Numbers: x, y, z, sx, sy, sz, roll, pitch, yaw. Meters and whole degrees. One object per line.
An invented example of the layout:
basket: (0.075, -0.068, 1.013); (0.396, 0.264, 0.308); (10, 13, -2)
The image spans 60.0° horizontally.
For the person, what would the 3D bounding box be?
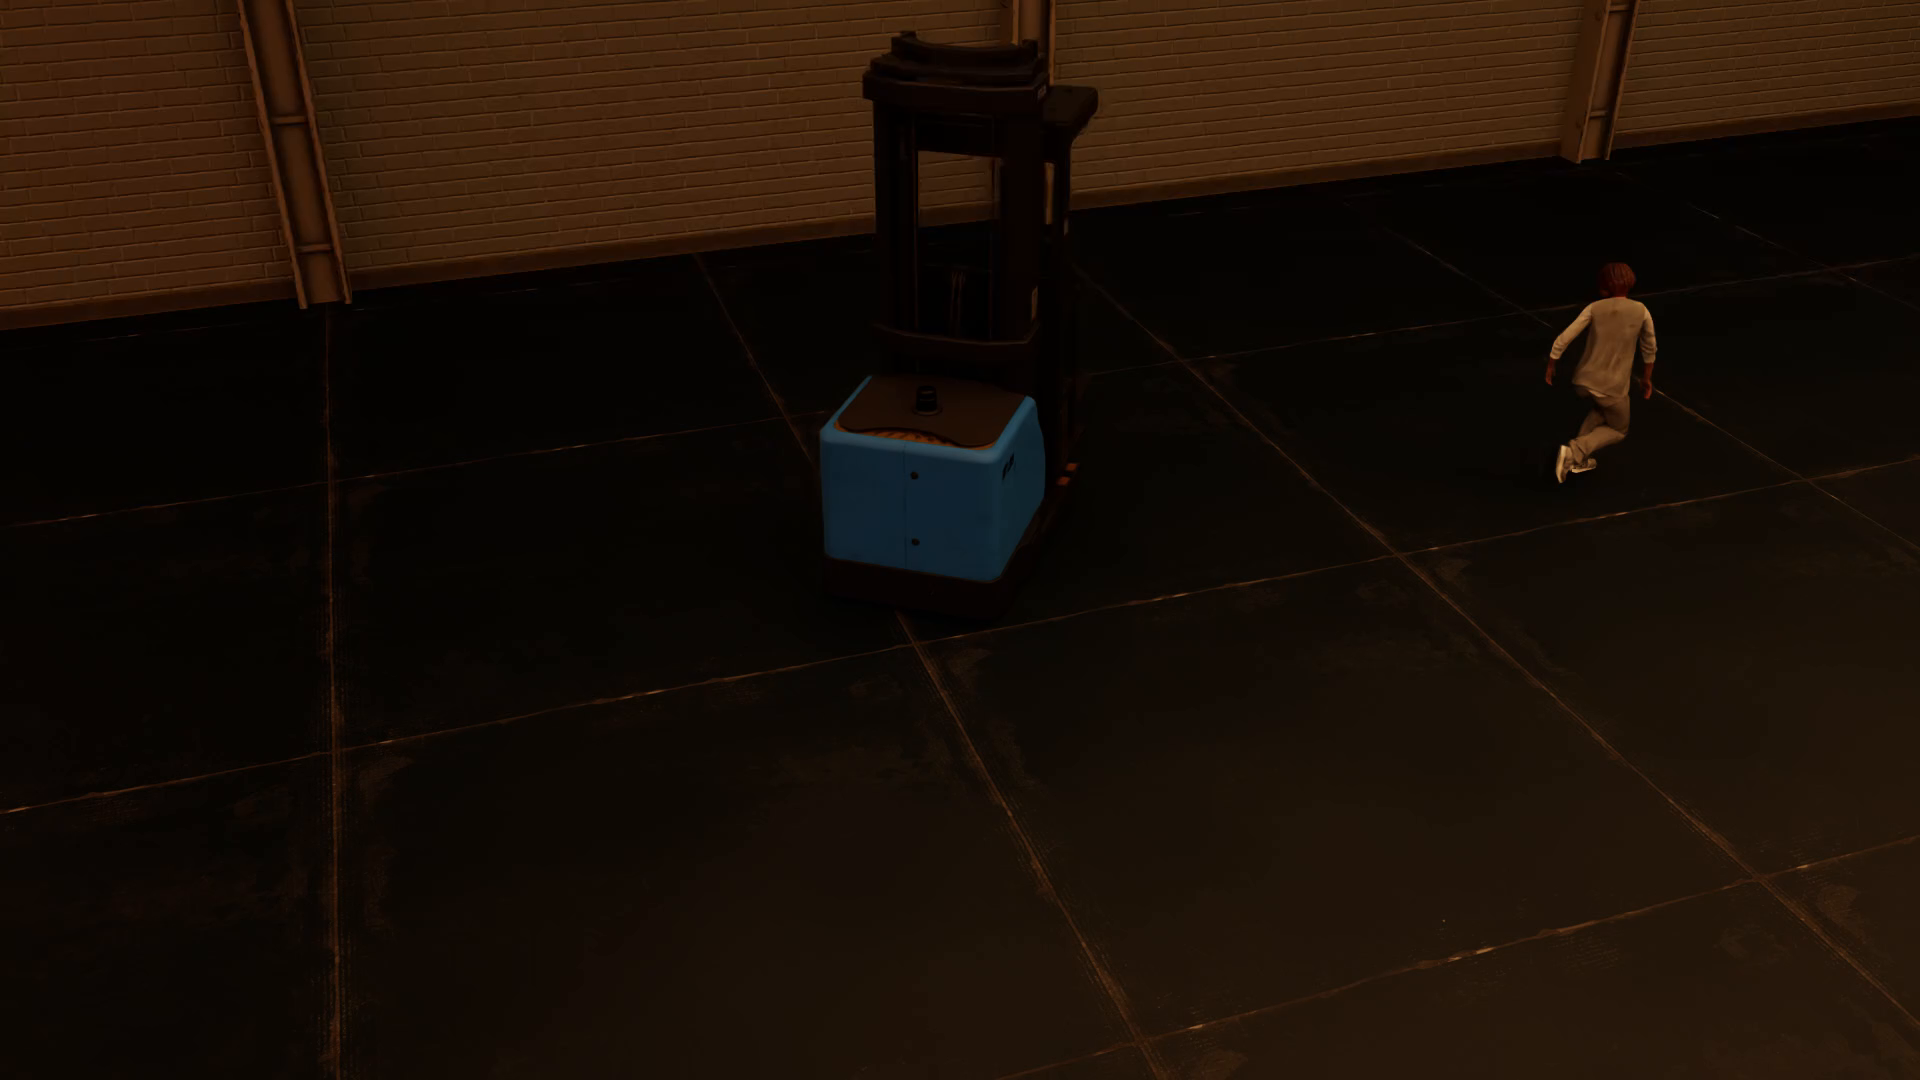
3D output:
person: (3.967, -1.026, 10.446); (0.580, 1.393, 0.635); (25, 38, 36)

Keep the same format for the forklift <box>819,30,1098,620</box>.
forklift: (0.145, -1.554, 9.787); (1.130, 2.935, 3.031); (9, 31, 15)
